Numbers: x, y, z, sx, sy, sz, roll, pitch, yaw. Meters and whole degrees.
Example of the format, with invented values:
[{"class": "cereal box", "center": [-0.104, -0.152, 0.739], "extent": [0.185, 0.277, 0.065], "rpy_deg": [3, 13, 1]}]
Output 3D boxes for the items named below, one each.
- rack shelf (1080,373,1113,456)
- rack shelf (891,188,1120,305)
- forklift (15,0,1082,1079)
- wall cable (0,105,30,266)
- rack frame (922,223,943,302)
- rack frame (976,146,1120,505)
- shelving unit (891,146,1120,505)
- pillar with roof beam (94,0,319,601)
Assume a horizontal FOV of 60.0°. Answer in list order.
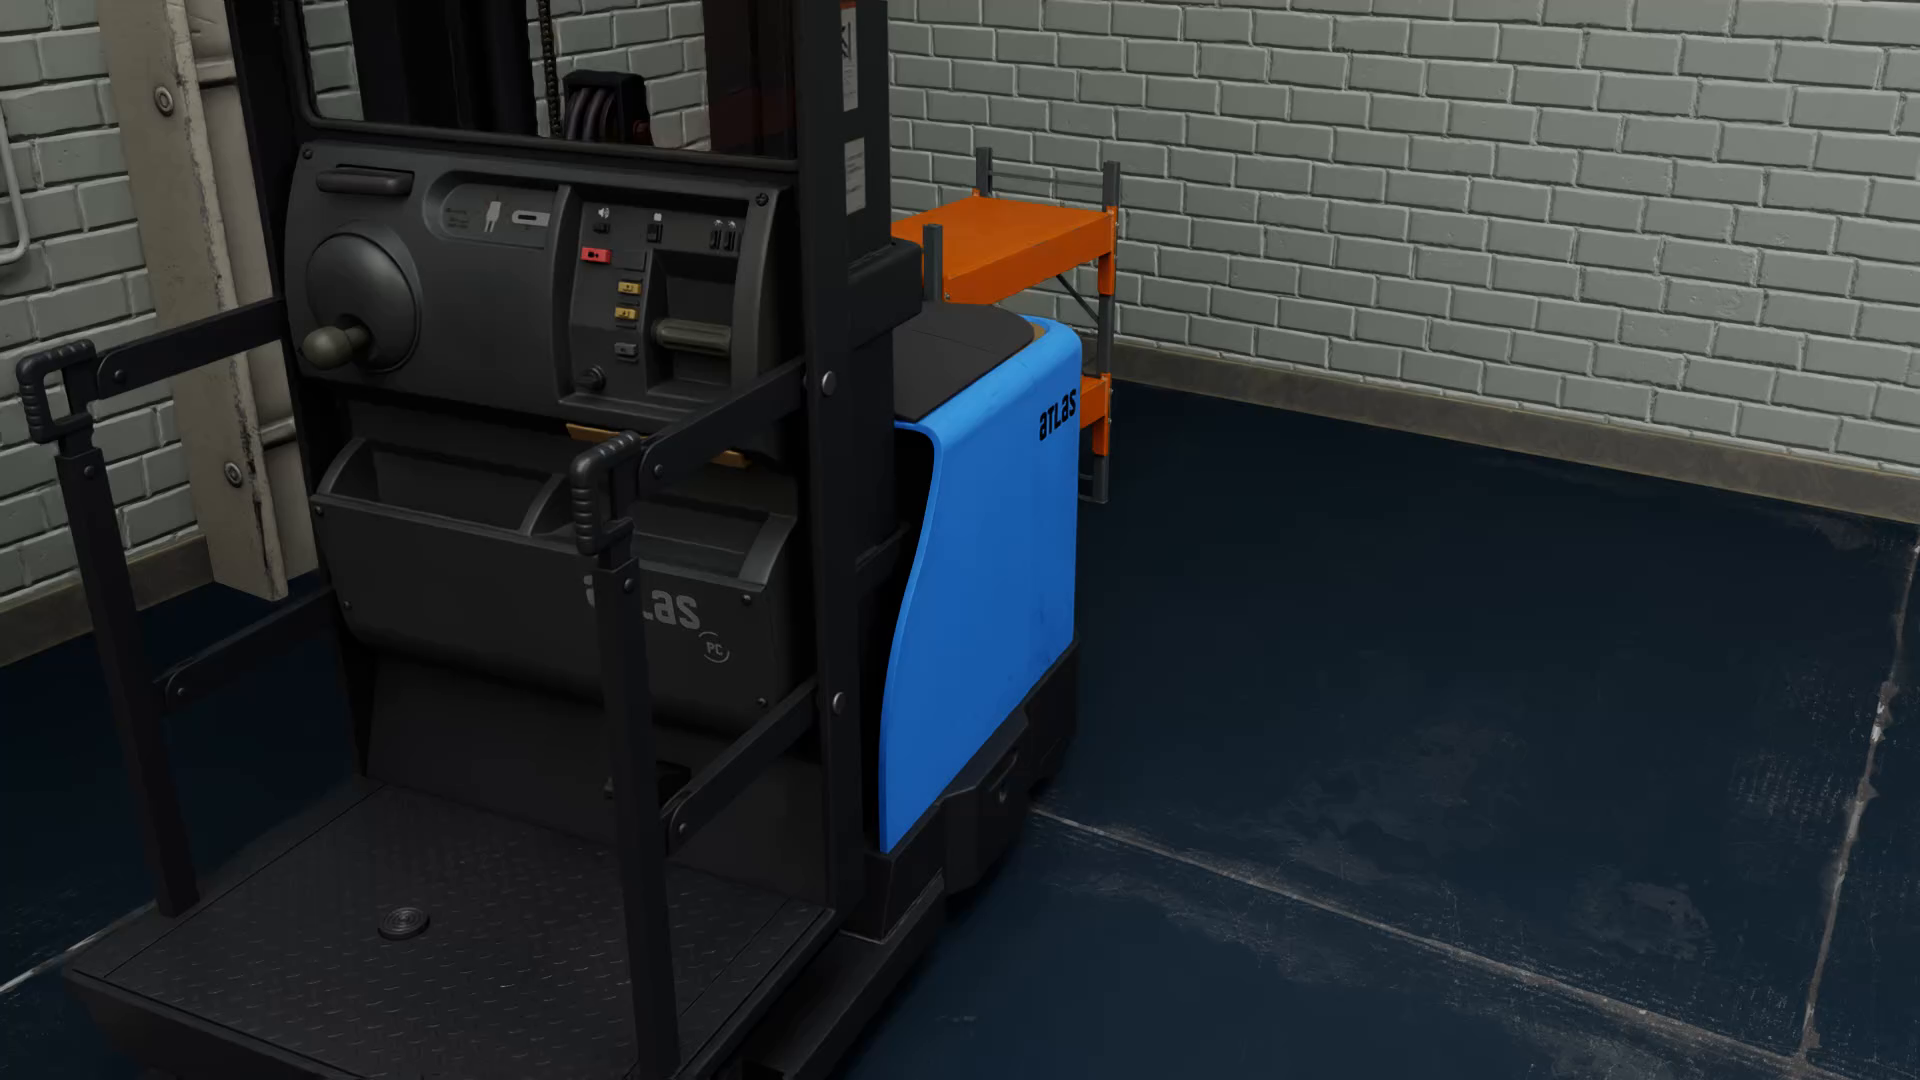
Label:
[{"class": "rack shelf", "center": [0.004, -0.294, 5.129], "extent": [0.538, 0.278, 1.000], "rpy_deg": [14, 27, 29]}, {"class": "rack shelf", "center": [0.004, -0.787, 4.916], "extent": [0.538, 0.278, 1.000], "rpy_deg": [14, 27, 29]}, {"class": "forklift", "center": [-0.789, -0.392, 2.467], "extent": [1.130, 2.935, 3.031], "rpy_deg": [10, 25, 22]}, {"class": "wall cable", "center": [-2.839, -1.301, 3.200], "extent": [0.084, 1.984, 1.851], "rpy_deg": [14, 27, 29]}, {"class": "rack frame", "center": [-0.265, -0.347, 4.635], "extent": [0.500, 1.125, 0.032], "rpy_deg": [14, 27, 29]}, {"class": "rack frame", "center": [0.272, -0.690, 5.428], "extent": [0.500, 1.125, 0.032], "rpy_deg": [14, 27, 29]}, {"class": "shelving unit", "center": [0.004, -0.518, 5.032], "extent": [0.538, 1.125, 1.048], "rpy_deg": [14, 27, 29]}, {"class": "pillar with roof beam", "center": [1.636, -3.147, 1.193], "extent": [9.100, 9.000, 0.400], "rpy_deg": [14, 27, 29]}]
